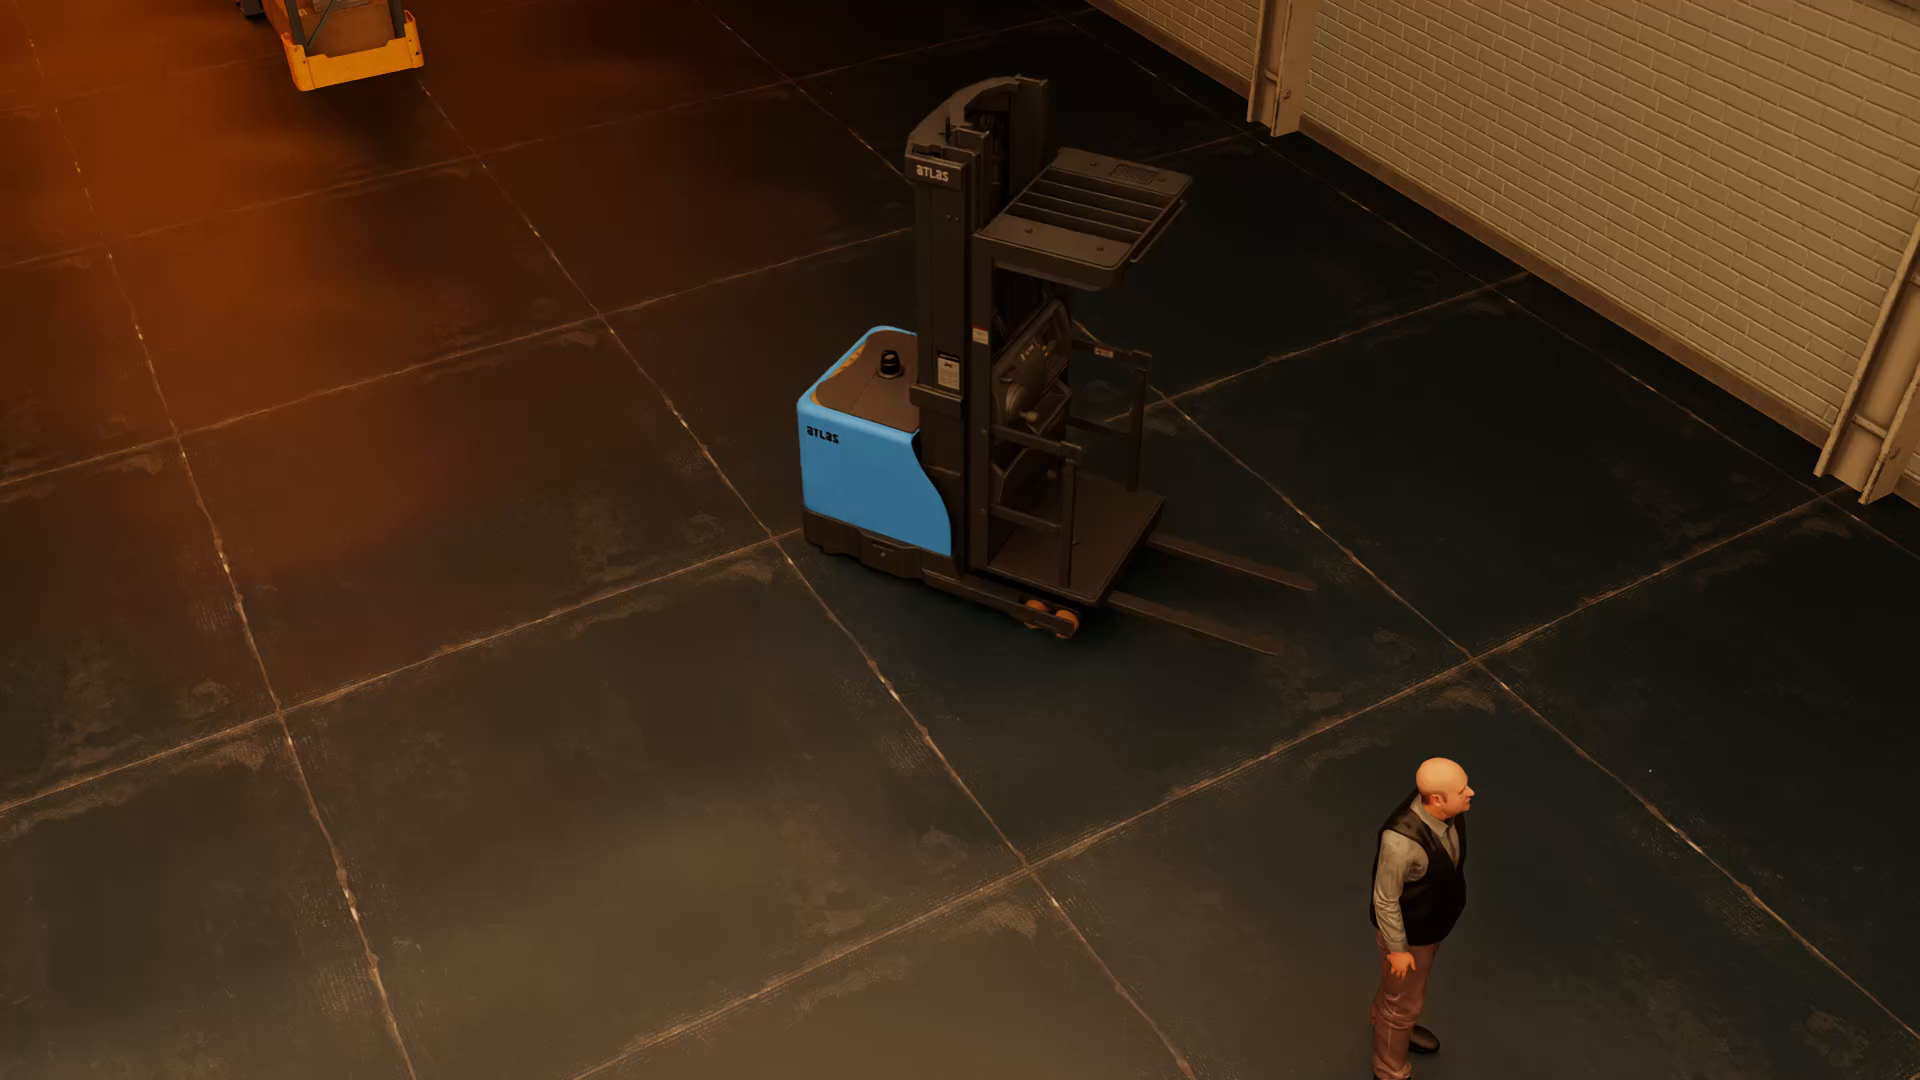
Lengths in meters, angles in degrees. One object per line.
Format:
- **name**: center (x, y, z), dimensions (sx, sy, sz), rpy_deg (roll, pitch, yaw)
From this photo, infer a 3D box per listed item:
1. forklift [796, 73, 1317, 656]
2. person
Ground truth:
- **forklift**: center (0.581, -0.946, 9.177), dimensions (3.031, 2.935, 1.130), rpy_deg (18, 43, 21)
- **person**: center (1.989, 1.619, 7.021), dimensions (0.568, 1.720, 0.631), rpy_deg (25, 46, 27)
